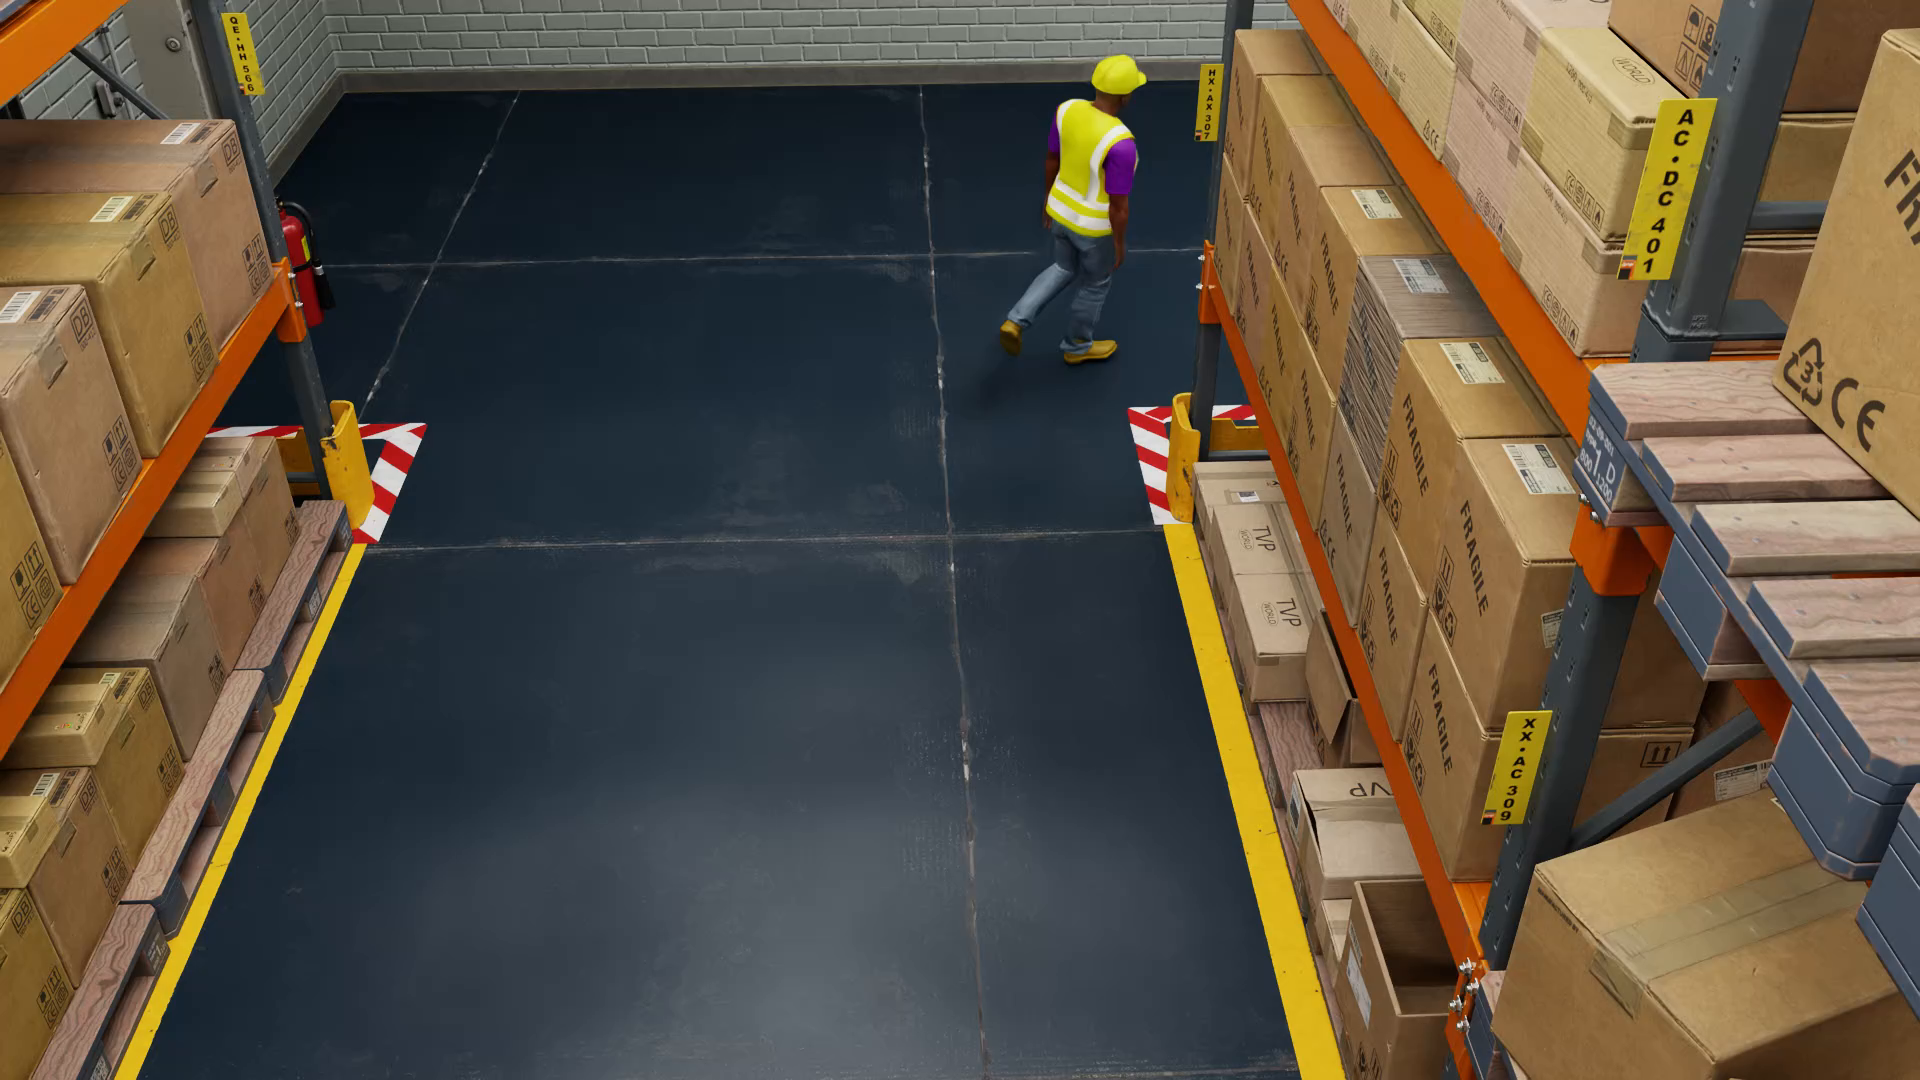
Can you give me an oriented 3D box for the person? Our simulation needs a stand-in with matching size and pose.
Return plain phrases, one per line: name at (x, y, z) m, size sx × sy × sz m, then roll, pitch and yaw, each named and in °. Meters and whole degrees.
person at (0.603, -1.605, 8.410) m, size 0.686 × 1.738 × 0.622 m, roll -22°, pitch 41°, yaw -28°
